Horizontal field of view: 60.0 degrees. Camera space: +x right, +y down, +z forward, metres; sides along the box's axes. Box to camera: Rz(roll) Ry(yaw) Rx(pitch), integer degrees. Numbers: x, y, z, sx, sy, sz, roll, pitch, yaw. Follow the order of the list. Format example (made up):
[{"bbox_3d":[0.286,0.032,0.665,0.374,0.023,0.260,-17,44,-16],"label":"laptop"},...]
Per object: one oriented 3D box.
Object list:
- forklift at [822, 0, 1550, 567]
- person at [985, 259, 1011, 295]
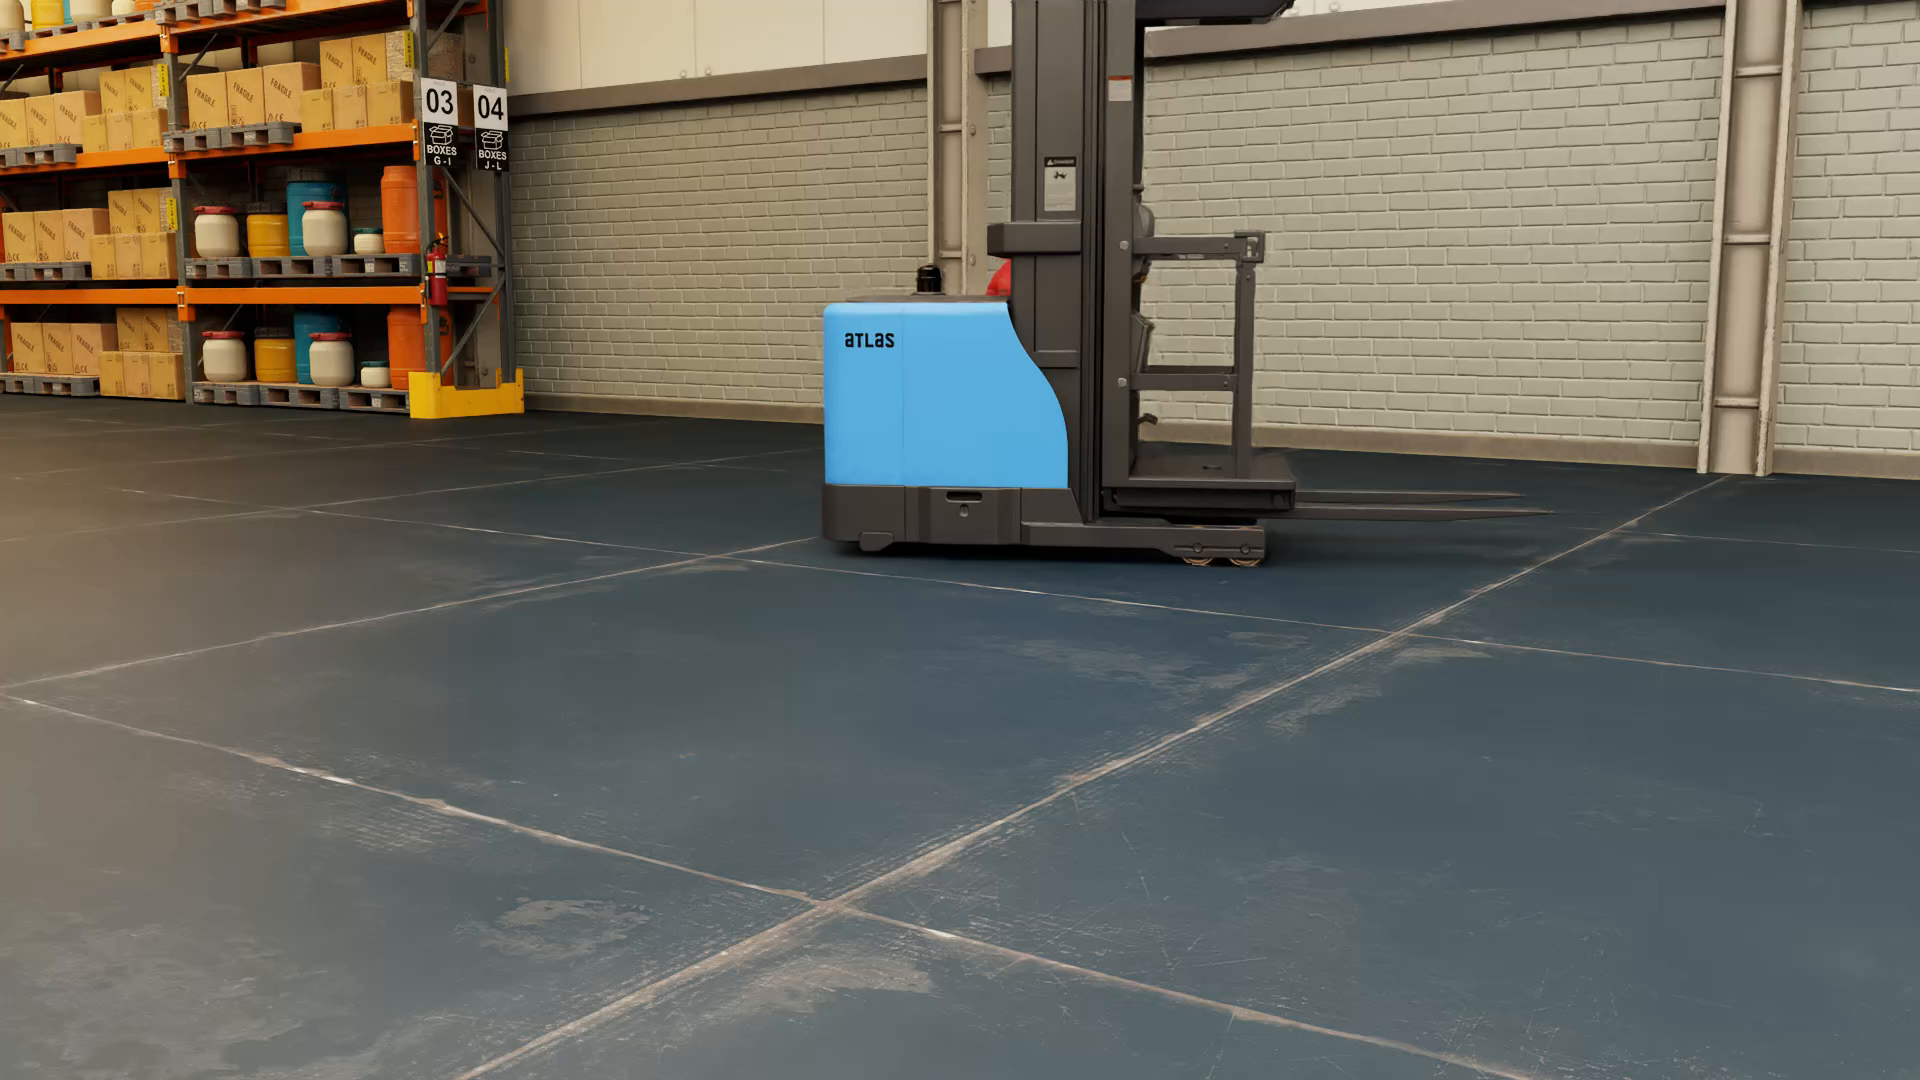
[{"bbox_3d":[0.968,-1.420,7.180,3.031,2.935,1.130,1,8,8],"label":"forklift"},{"bbox_3d":[0.412,-0.866,8.516,0.852,1.478,1.441,0,8,0],"label":"person"}]
